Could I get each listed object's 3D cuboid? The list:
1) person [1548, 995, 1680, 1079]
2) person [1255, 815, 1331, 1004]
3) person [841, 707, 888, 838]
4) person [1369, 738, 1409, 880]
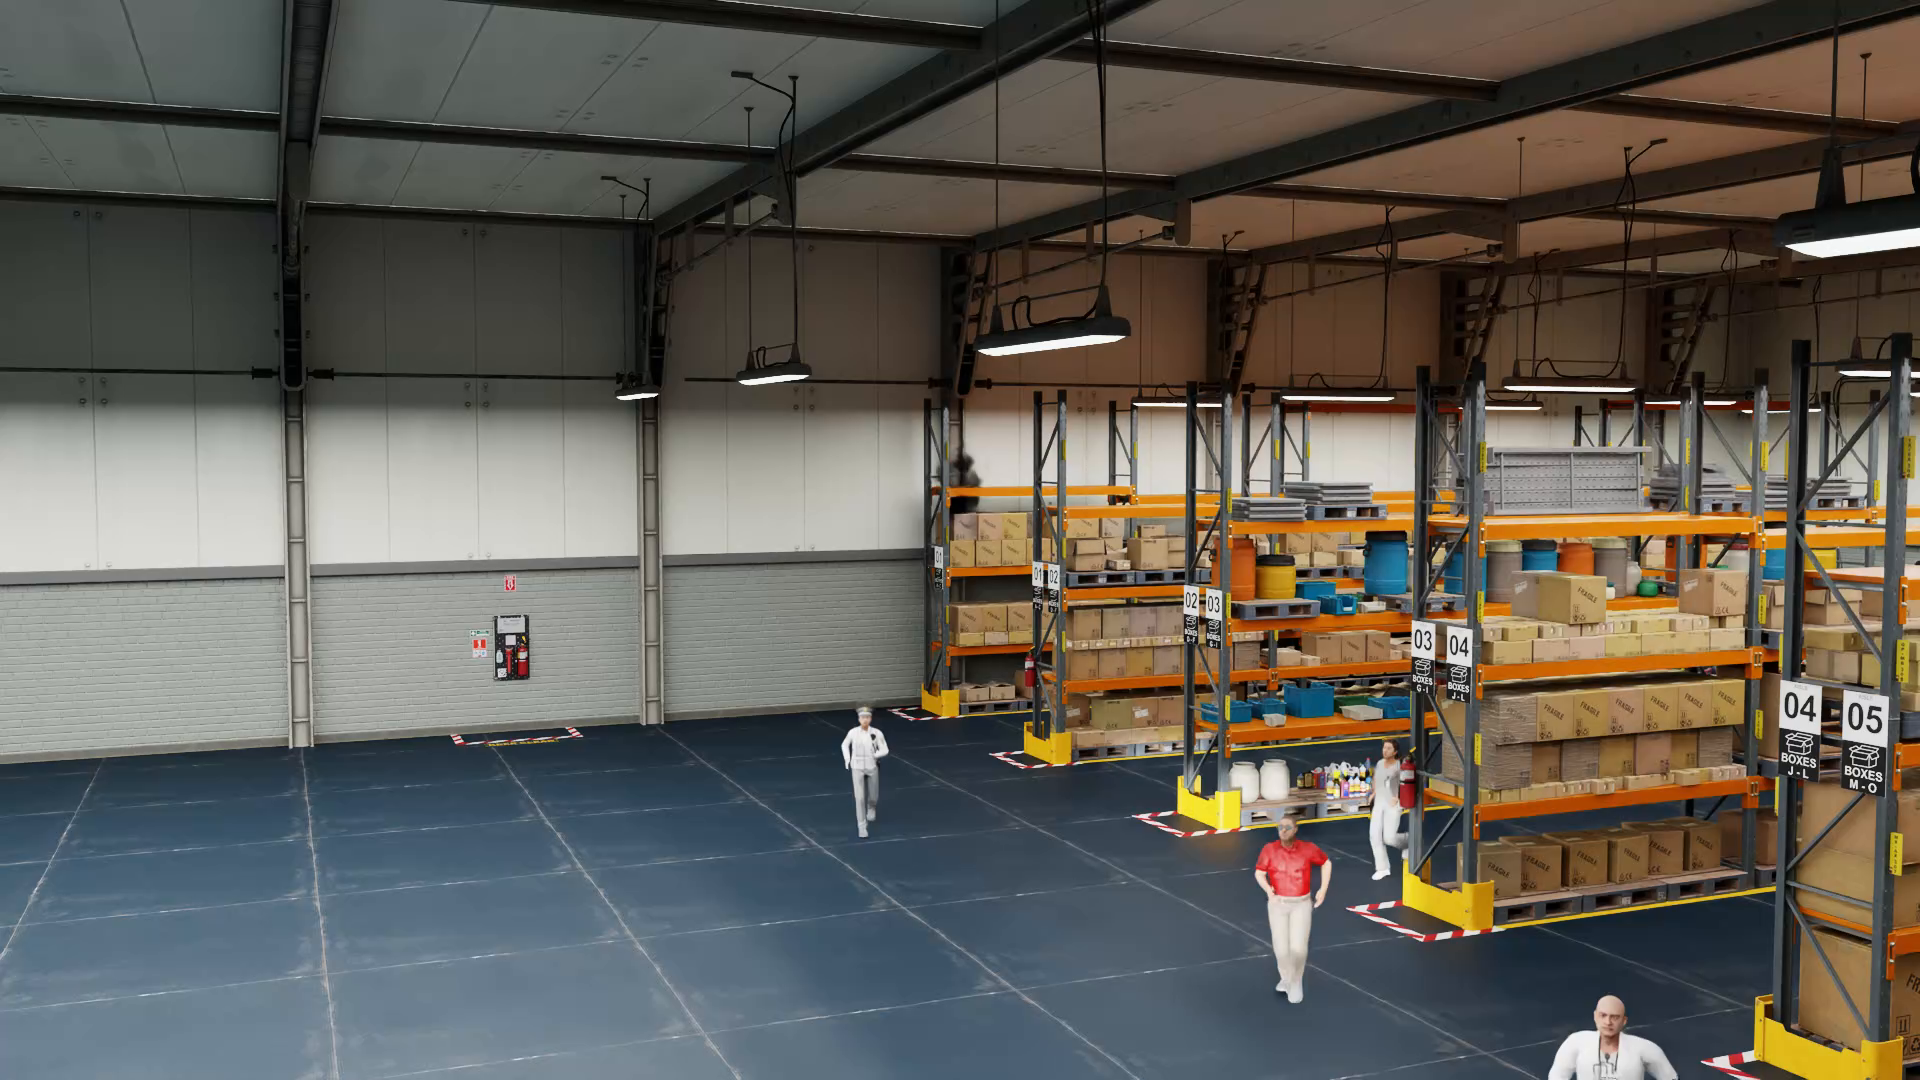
[{"bbox_3d":[4.031,3.683,10.303,0.759,1.729,0.660,2,4,28],"label":"person"},{"bbox_3d":[3.059,3.421,15.401,0.673,1.728,0.694,1,4,21],"label":"person"},{"bbox_3d":[-1.258,3.028,21.991,0.624,1.663,0.862,0,3,-4],"label":"person"},{"bbox_3d":[5.144,3.186,19.863,0.747,1.649,0.565,-3,5,-42],"label":"person"}]
